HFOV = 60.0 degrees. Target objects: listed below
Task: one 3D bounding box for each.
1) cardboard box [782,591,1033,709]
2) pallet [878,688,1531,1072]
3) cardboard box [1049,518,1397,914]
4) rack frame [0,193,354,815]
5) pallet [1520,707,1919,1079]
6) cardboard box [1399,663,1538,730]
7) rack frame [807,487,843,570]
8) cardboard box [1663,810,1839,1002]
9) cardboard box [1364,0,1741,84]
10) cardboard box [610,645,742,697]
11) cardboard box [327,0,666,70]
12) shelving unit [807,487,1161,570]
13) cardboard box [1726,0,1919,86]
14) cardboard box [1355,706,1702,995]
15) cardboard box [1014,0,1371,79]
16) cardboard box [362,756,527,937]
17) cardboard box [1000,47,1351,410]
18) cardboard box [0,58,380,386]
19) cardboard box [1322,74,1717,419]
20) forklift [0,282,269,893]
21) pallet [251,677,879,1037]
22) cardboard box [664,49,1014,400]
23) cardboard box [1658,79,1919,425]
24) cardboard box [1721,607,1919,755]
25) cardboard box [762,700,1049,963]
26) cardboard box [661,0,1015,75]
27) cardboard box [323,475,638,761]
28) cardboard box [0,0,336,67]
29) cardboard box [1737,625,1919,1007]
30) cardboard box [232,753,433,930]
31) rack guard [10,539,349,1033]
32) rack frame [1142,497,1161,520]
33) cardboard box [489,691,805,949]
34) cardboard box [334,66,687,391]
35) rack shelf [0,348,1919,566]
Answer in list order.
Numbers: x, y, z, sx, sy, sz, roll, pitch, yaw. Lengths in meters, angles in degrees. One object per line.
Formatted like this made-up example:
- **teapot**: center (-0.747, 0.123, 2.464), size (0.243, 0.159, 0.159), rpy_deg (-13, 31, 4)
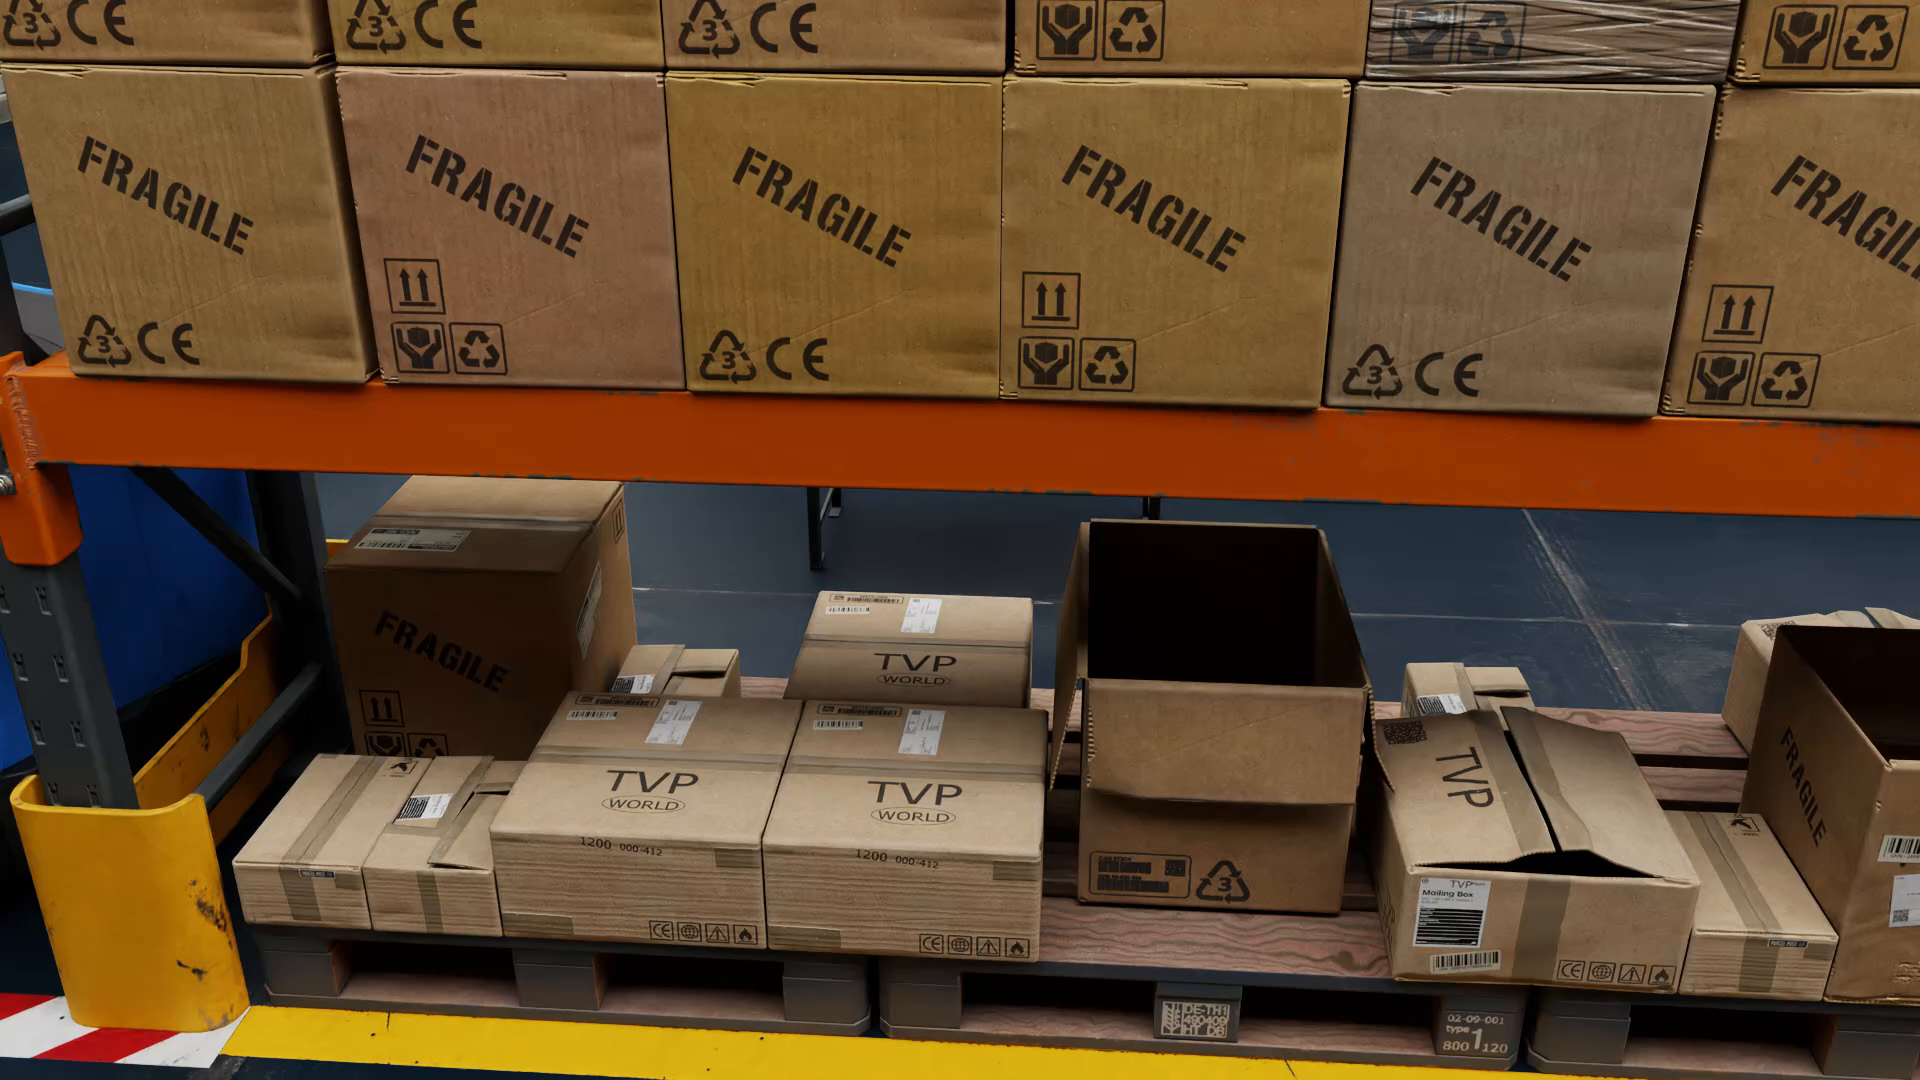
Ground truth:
- **cardboard box**: center (-0.099, 0.341, 3.684), size (0.500, 0.250, 0.500), rpy_deg (2, 25, 4)
- **pallet**: center (0.479, 0.669, 3.545), size (1.213, 0.211, 1.003), rpy_deg (2, 25, 4)
- **cardboard box**: center (0.510, 0.338, 3.386), size (0.637, 0.503, 0.797), rpy_deg (2, 25, 4)
- **rack frame**: center (-1.605, -0.666, 3.109), size (0.127, 3.000, 1.000), rpy_deg (2, 25, 4)
- **pallet**: center (1.699, 0.707, 3.462), size (1.213, 0.211, 1.003), rpy_deg (2, 25, 4)
- **cardboard box**: center (1.118, 0.422, 3.607), size (0.250, 0.166, 0.380), rpy_deg (2, 25, 4)
- **rack frame**: center (-0.422, -0.695, 4.966), size (0.032, 1.500, 0.500), rpy_deg (2, 25, 4)
- **cardboard box**: center (1.415, 0.670, 3.089), size (0.250, 0.149, 0.380), rpy_deg (2, 25, 4)
- **cardboard box**: center (0.846, -0.977, 2.470), size (0.500, 0.500, 0.500), rpy_deg (2, 25, 4)
- **cardboard box**: center (-0.647, 0.387, 3.685), size (0.250, 0.166, 0.380), rpy_deg (2, 25, 4)
- **cardboard box**: center (-0.661, -1.028, 2.580), size (0.500, 0.500, 0.500), rpy_deg (2, 25, 5)
- **shelving unit**: center (0.085, -0.679, 4.931), size (1.048, 1.500, 0.538), rpy_deg (2, 25, 4)
- **cardboard box**: center (1.349, -0.961, 2.435), size (0.500, 0.500, 0.500), rpy_deg (1, 25, 3)
- **cardboard box**: center (1.046, 0.560, 3.136), size (0.500, 0.311, 0.500), rpy_deg (2, 25, 4)
- **cardboard box**: center (0.344, -0.994, 2.506), size (0.500, 0.500, 0.500), rpy_deg (2, 25, 4)
- **cardboard box**: center (-0.964, 0.586, 3.251), size (0.250, 0.166, 0.380), rpy_deg (2, 25, 4)
- **cardboard box**: center (0.331, -0.539, 2.713), size (0.500, 0.500, 0.500), rpy_deg (2, 25, 5)
- **cardboard box**: center (-1.182, -0.587, 2.818), size (0.500, 0.500, 0.500), rpy_deg (2, 25, 5)
- **cardboard box**: center (0.839, -0.524, 2.680), size (0.500, 0.500, 0.500), rpy_deg (2, 25, 5)
- **forklift**: center (-2.771, -0.396, 2.603), size (1.130, 2.935, 3.031), rpy_deg (12, 27, 24)
- **pallet**: center (-0.734, 0.629, 3.632), size (1.213, 0.211, 1.003), rpy_deg (2, 25, 4)
- **cardboard box**: center (-0.167, -0.556, 2.750), size (0.500, 0.500, 0.500), rpy_deg (2, 25, 4)
- **cardboard box**: center (1.351, -0.508, 2.647), size (0.500, 0.500, 0.500), rpy_deg (3, 25, 5)
- **cardboard box**: center (1.982, 0.380, 3.526), size (0.500, 0.311, 0.500), rpy_deg (2, 25, 4)
- **cardboard box**: center (-0.087, 0.551, 3.227), size (0.500, 0.250, 0.500), rpy_deg (2, 25, 4)
- **cardboard box**: center (-0.162, -1.010, 2.540), size (0.500, 0.500, 0.500), rpy_deg (2, 25, 5)
- **cardboard box**: center (-1.044, 0.185, 3.725), size (0.500, 0.500, 0.500), rpy_deg (2, 25, 4)
- **cardboard box**: center (-1.182, -1.041, 2.609), size (0.500, 0.500, 0.500), rpy_deg (3, 25, 6)
- **cardboard box**: center (1.794, 0.498, 3.044), size (0.500, 0.500, 0.500), rpy_deg (2, 25, 4)
- **cardboard box**: center (-1.214, 0.586, 3.272), size (0.250, 0.149, 0.380), rpy_deg (2, 25, 4)
- **rack guard**: center (-1.529, 0.472, 3.626), size (0.348, 0.500, 1.175), rpy_deg (2, 25, 4)
- **rack frame**: center (0.592, -0.662, 4.895), size (0.032, 1.500, 0.500), rpy_deg (2, 25, 4)
- **cardboard box**: center (-0.586, 0.535, 3.262), size (0.500, 0.250, 0.500), rpy_deg (2, 25, 4)
- **cardboard box**: center (-0.668, -0.573, 2.787), size (0.500, 0.500, 0.500), rpy_deg (2, 25, 3)
- **rack shelf**: center (0.389, -0.275, 3.120), size (4.000, 0.370, 1.077), rpy_deg (2, 25, 4)
